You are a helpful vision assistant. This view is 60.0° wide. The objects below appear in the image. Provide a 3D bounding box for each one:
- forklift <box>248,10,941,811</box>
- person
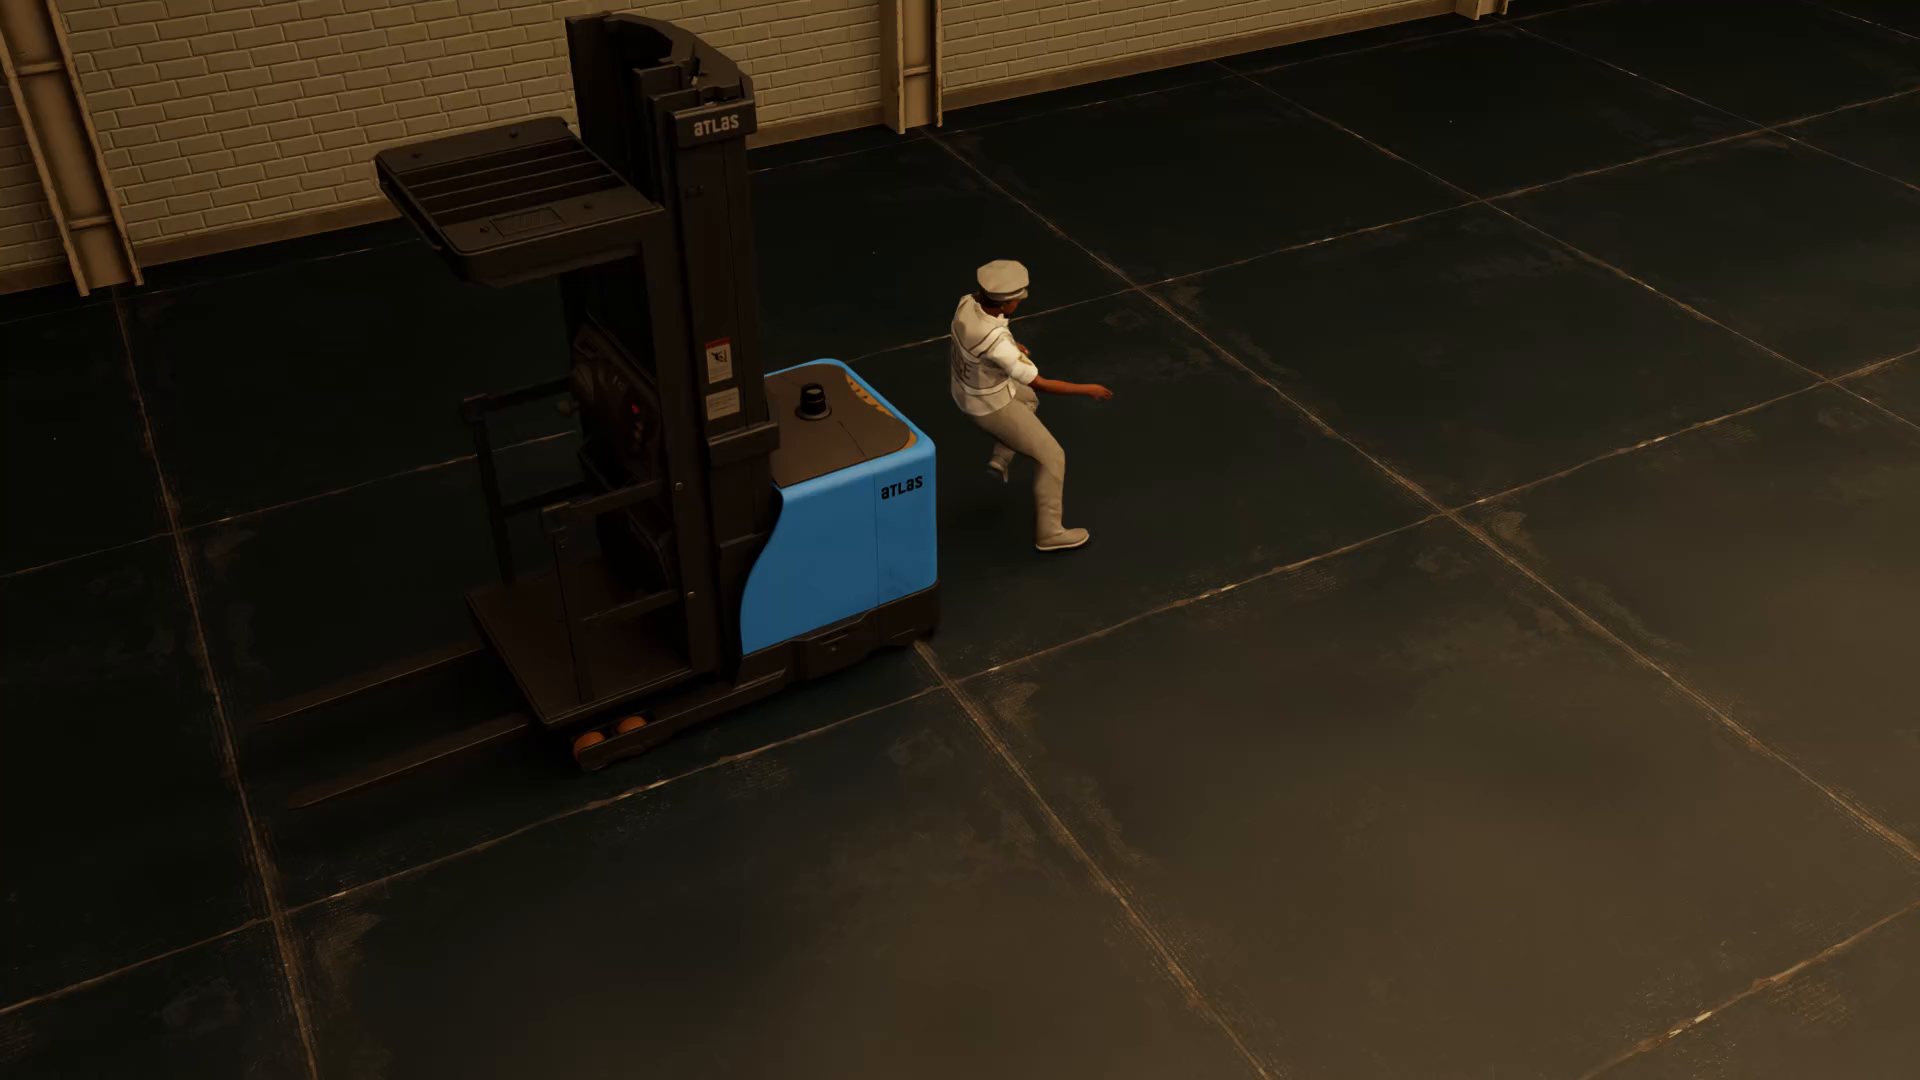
[{"bbox_3d":[-1.619,-0.543,6.891,3.031,2.935,1.130,-20,40,-25],"label":"forklift"},{"bbox_3d":[0.340,-0.740,8.416,0.723,1.483,0.763,-12,37,-16],"label":"person"}]
